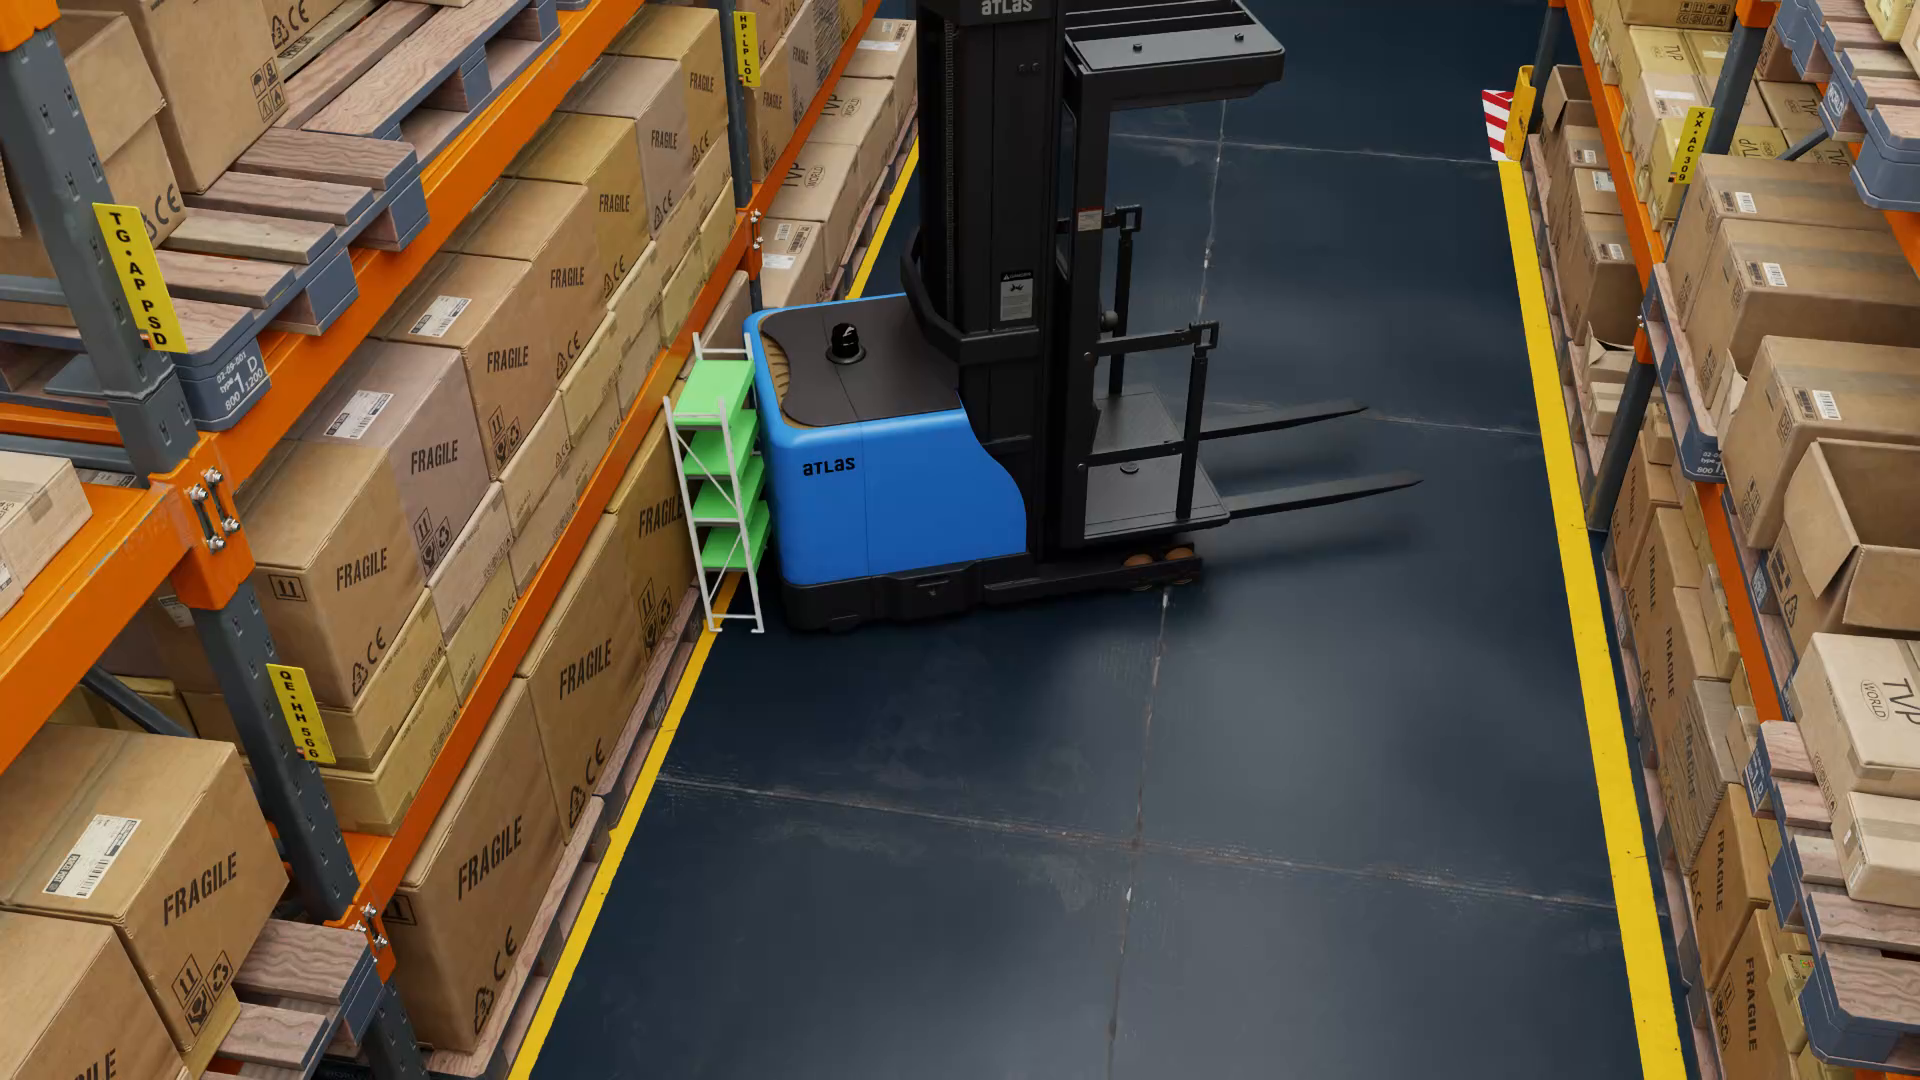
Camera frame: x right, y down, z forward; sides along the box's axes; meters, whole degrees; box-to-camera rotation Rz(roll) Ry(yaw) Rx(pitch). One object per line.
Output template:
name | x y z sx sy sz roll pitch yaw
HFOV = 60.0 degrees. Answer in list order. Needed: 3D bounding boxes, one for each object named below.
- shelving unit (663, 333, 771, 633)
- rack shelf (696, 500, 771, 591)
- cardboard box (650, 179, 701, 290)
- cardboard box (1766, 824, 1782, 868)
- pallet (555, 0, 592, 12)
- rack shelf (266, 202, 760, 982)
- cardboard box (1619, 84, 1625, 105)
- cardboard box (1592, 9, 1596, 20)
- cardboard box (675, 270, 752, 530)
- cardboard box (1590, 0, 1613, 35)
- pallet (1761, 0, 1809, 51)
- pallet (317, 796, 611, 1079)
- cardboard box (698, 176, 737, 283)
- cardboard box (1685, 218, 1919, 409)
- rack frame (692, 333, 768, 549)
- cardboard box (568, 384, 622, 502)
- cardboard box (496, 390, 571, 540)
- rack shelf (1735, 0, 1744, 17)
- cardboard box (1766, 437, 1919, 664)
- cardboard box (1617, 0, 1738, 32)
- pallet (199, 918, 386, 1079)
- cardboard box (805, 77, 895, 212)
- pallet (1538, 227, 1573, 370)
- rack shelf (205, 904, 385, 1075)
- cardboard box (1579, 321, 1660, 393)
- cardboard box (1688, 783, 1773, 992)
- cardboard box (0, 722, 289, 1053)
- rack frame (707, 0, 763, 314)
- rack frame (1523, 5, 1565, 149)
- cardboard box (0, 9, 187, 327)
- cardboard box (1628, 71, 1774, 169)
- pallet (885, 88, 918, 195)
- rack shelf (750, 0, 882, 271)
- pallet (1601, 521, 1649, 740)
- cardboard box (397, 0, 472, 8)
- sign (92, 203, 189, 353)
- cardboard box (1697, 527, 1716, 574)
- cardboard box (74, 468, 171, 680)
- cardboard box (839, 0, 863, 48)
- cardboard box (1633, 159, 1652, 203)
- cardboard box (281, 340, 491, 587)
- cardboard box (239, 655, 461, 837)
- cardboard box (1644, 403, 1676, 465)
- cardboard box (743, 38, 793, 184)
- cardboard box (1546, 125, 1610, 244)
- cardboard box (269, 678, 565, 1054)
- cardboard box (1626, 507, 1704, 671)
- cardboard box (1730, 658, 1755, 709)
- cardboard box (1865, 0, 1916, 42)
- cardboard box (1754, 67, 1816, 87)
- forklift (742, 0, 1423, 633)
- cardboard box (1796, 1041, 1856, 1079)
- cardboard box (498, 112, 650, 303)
shelving unit | -0.978 -0.228 7.045 0.258 1.200 0.503 1 38 7
rack shelf | -0.959 0.012 7.229 0.258 0.148 0.480 1 38 7
cardboard box | -1.360 -1.241 6.622 0.500 0.250 0.500 7 40 9
cardboard box | 2.785 1.049 5.250 0.380 0.149 0.250 8 40 9
pallet | -1.554 -2.226 5.884 0.805 0.209 1.217 5 40 6
rack shelf | -1.790 -0.192 6.192 1.077 0.370 4.000 6 40 8
cardboard box | 3.536 -2.277 8.347 0.380 0.149 0.250 6 40 8
cardboard box | 3.696 -2.931 9.138 0.380 0.149 0.250 8 40 9
cardboard box | -1.473 -0.669 7.543 0.875 0.875 0.875 8 40 9
cardboard box | 3.622 -2.856 8.735 0.500 0.250 0.500 6 40 7
pallet | 3.263 -1.861 5.440 1.213 0.211 1.003 6 40 8
pallet | -1.926 1.375 5.922 1.003 0.211 1.213 6 40 8
cardboard box | -1.274 -1.357 7.155 0.500 0.250 0.500 5 40 7
cardboard box | 3.051 -0.776 5.926 0.700 0.500 0.500 7 40 8
rack frame | -0.951 -0.377 7.236 0.240 1.200 0.015 1 38 7
cardboard box | -1.554 -0.398 5.995 0.500 0.250 0.500 6 40 8
cardboard box | -1.617 -0.275 5.454 0.500 0.250 0.500 6 40 8
rack shelf | 3.791 -3.313 7.614 1.077 0.370 4.000 6 40 8
cardboard box | 2.853 0.085 4.883 0.797 0.503 0.637 6 40 7
cardboard box | 3.534 -2.839 8.125 0.500 0.500 0.500 7 40 9
pallet | -2.155 1.319 3.951 1.213 0.211 1.003 6 40 8
cardboard box | -0.918 -2.408 9.990 0.875 0.438 0.875 7 40 9
pallet | 3.774 -1.303 9.161 1.003 0.211 1.213 6 40 8
rack shelf | -2.483 2.319 3.156 1.077 0.370 4.000 6 40 8
cardboard box | 3.314 -0.893 8.292 0.396 0.266 0.258 8 40 9
cardboard box | 2.799 1.202 5.574 0.500 0.500 0.500 8 40 10
cardboard box | -1.941 0.787 3.802 0.500 0.500 0.500 5 40 6
rack frame | -1.444 -1.724 7.481 1.000 3.000 0.127 6 40 8
rack frame | 4.137 -3.689 9.858 1.000 3.000 0.127 6 40 8
cardboard box | -2.220 -0.825 3.629 0.797 0.503 0.637 4 40 5
cardboard box | 3.365 -1.898 7.576 0.500 0.250 0.500 7 40 8
pallet | -0.813 -2.649 10.789 1.003 0.211 1.213 6 40 8
rack shelf | -1.098 -2.702 9.229 1.077 0.370 4.000 6 40 8
pallet | 3.342 0.410 7.088 1.003 0.211 1.213 6 40 8
cardboard box | -1.624 -1.749 5.011 0.380 0.166 0.250 10 41 11
sign | -1.602 -0.508 3.250 0.100 0.325 0.005 6 40 8
cardboard box | 3.082 0.086 6.414 0.380 0.149 0.250 6 40 7
cardboard box | -2.305 0.009 4.522 0.500 0.500 0.500 5 40 6
cardboard box | -0.833 -2.978 8.920 0.500 0.500 0.500 8 40 9
cardboard box | 3.296 -1.642 7.579 0.380 0.149 0.250 7 40 9
cardboard box | -1.734 -0.233 4.814 0.500 0.500 0.500 7 40 8
cardboard box | -1.804 0.565 4.831 0.500 0.250 0.500 6 40 7
cardboard box | 3.121 -0.432 7.041 0.380 0.149 0.250 8 40 10
cardboard box | -1.105 -2.028 7.771 0.500 0.500 0.500 8 40 9
cardboard box | 3.752 -1.982 9.426 0.700 0.500 0.500 8 40 9
cardboard box | -1.935 1.019 5.501 0.875 0.875 0.875 6 40 7
cardboard box | 3.057 0.236 6.742 0.500 0.500 0.500 6 40 7
cardboard box | 2.939 0.567 5.833 0.380 0.149 0.250 7 40 8
cardboard box | 2.775 -1.495 4.640 0.380 0.149 0.250 7 40 9
cardboard box | 3.968 -2.156 7.888 0.500 0.250 0.500 7 40 9
forklift | 0.608 -1.221 6.927 3.031 2.935 1.130 -9 40 -10
cardboard box | 2.589 1.545 4.650 0.380 0.149 0.250 5 40 5
cardboard box | -1.464 -1.198 5.982 0.500 0.500 0.500 8 40 9
